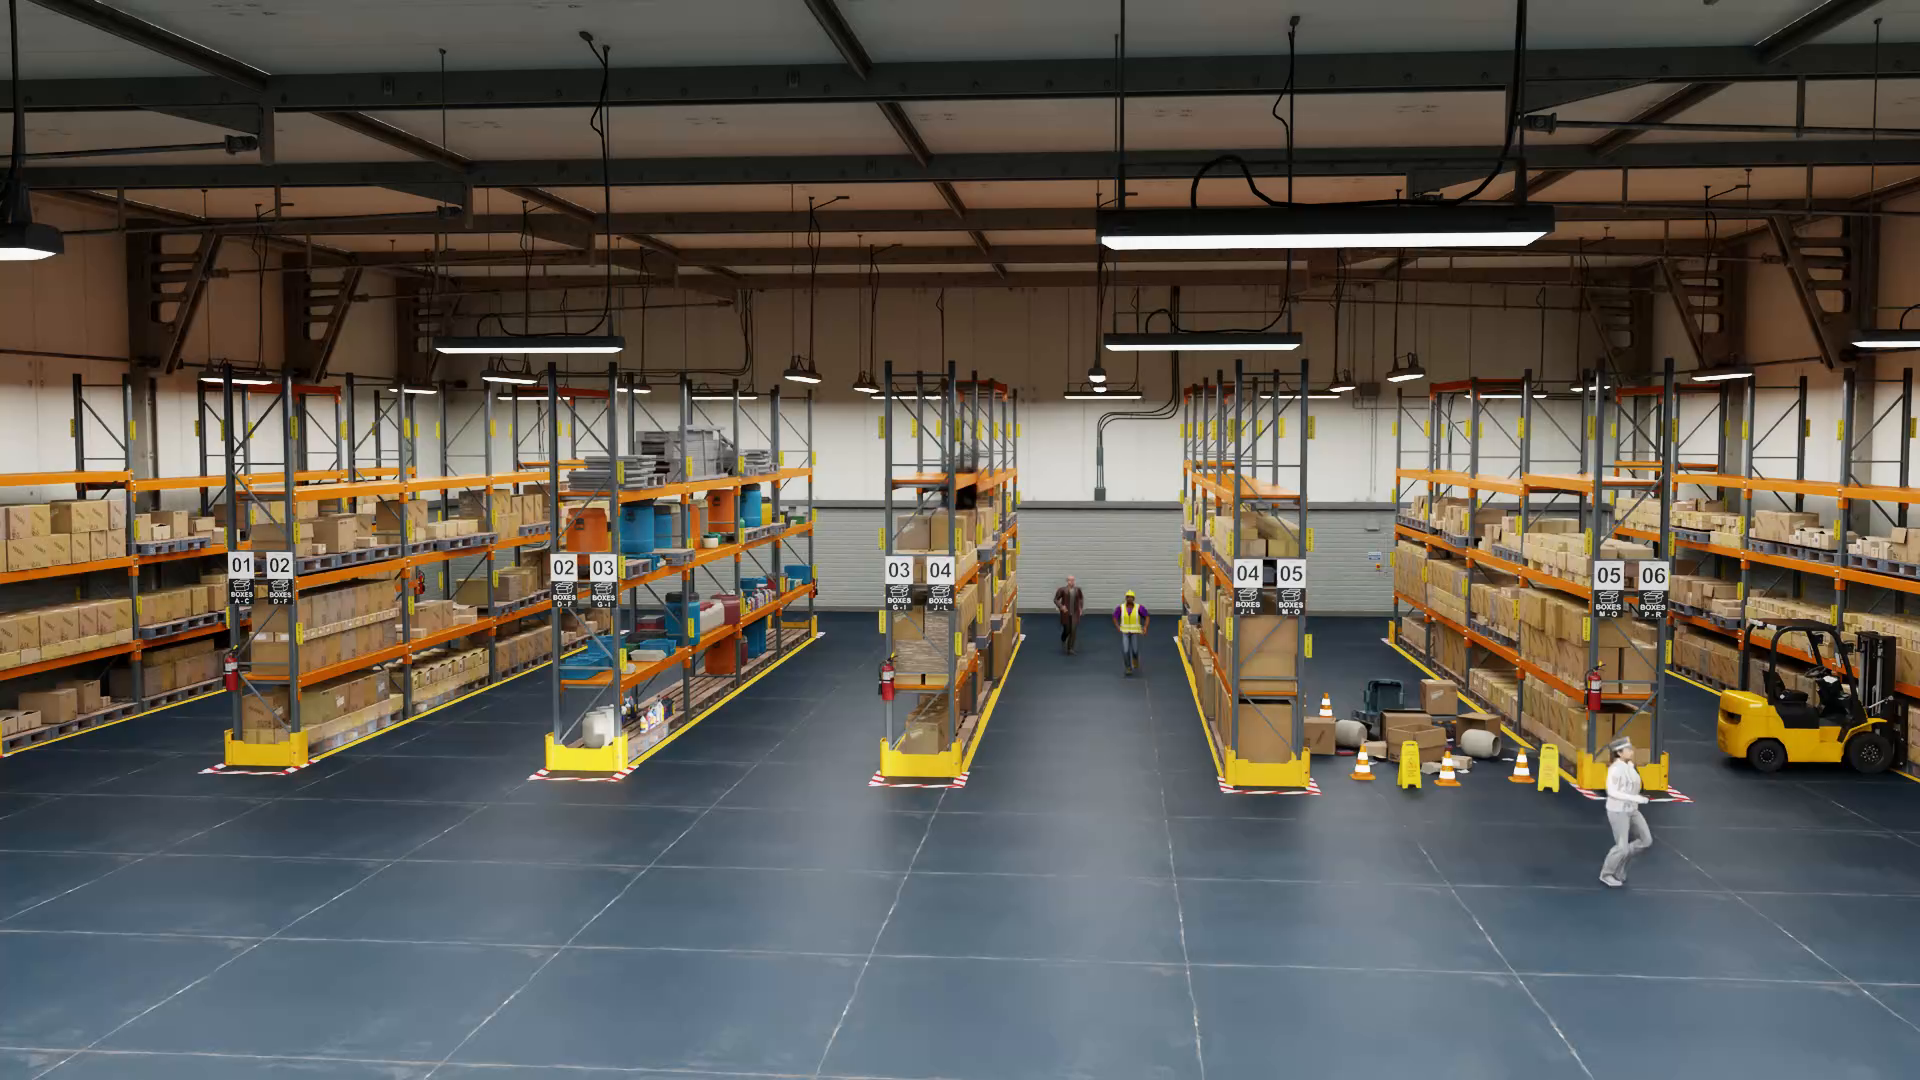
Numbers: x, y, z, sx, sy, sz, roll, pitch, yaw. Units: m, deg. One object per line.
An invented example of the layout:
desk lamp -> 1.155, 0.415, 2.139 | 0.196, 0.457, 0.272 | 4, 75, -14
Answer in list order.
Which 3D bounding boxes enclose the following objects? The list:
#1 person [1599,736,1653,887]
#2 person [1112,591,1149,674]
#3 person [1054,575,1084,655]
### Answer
person -> 7.273, 2.964, 18.144 | 0.671, 1.669, 0.562 | -4, 5, -43
person -> 3.500, 1.897, 34.143 | 0.753, 1.724, 0.567 | 1, 4, 8
person -> 2.463, 1.673, 37.432 | 0.720, 1.760, 0.851 | -1, 4, -9
